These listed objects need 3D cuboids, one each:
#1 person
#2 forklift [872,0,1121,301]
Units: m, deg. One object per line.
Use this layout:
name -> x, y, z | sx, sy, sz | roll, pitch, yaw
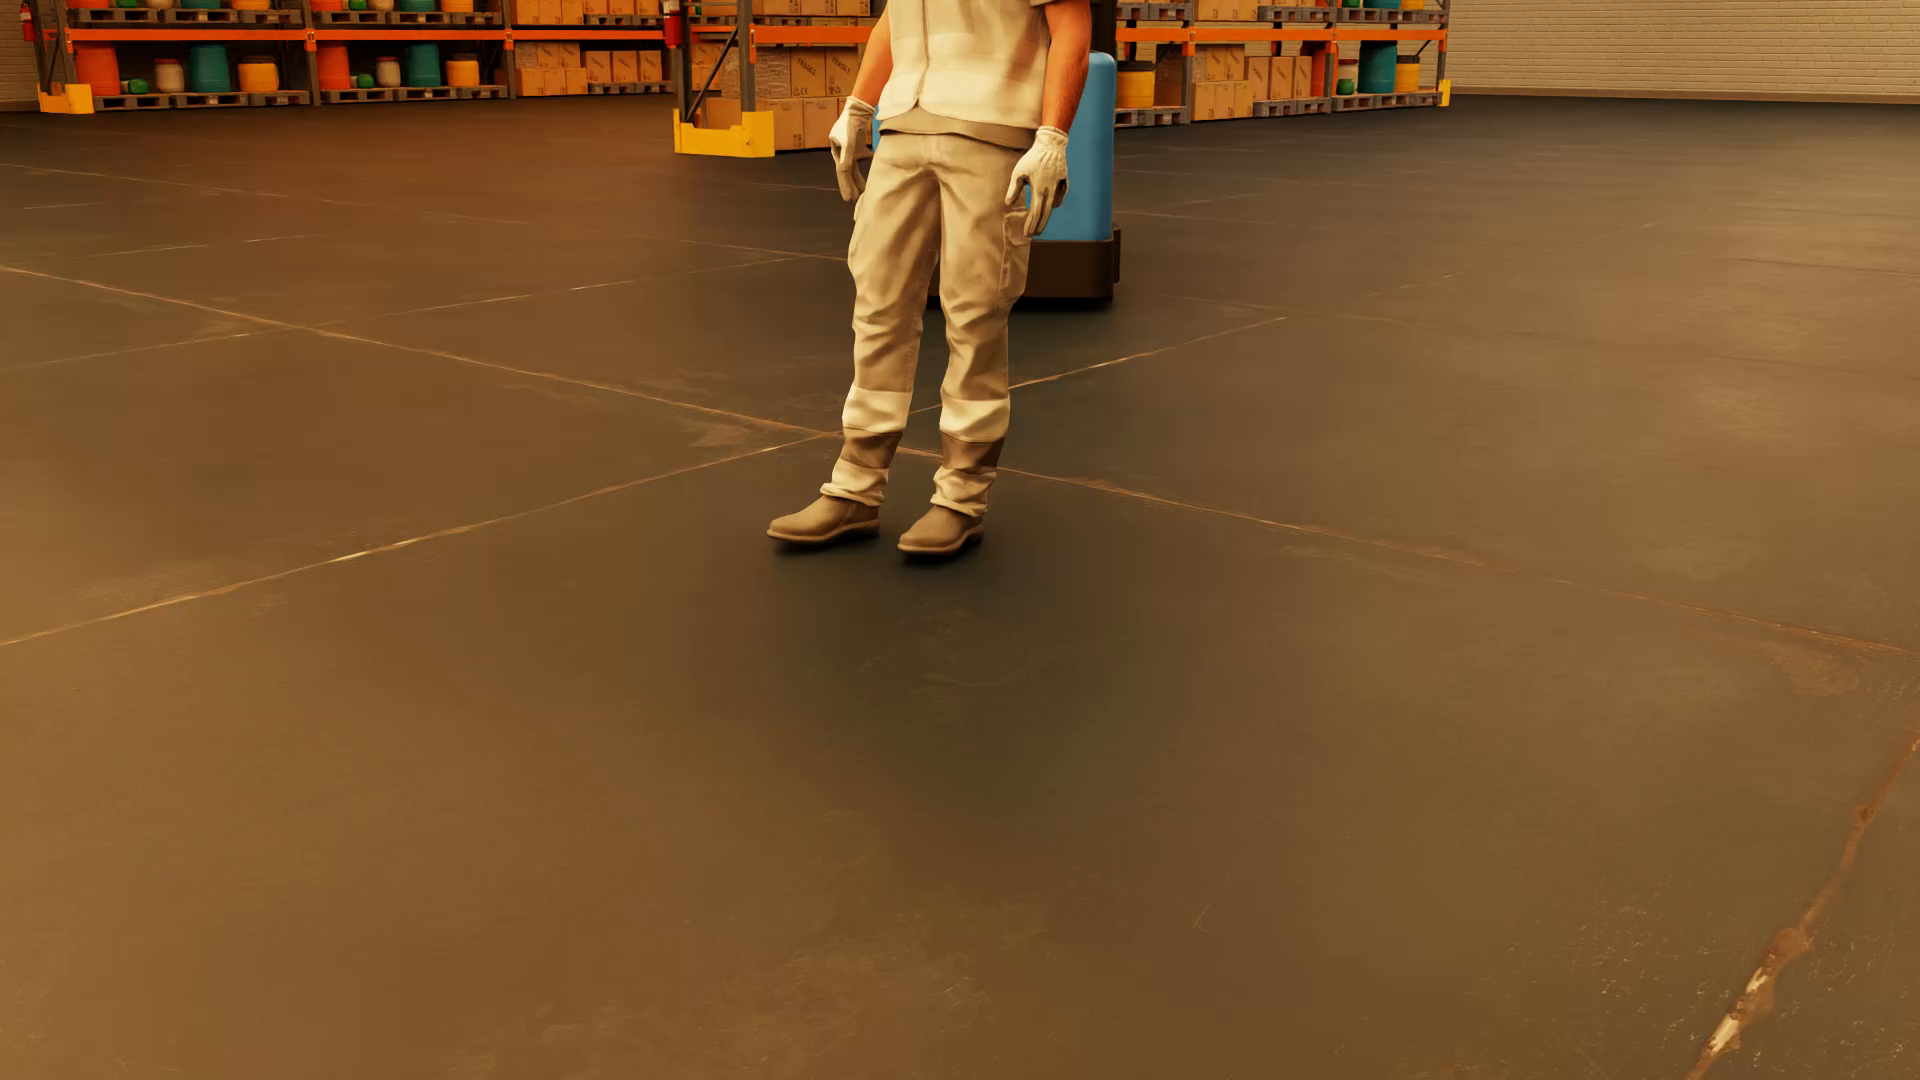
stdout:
person -> -0.061, -0.847, 3.628 | 0.637, 1.790, 0.562 | 13, 21, 37
forklift -> 0.223, -2.812, 8.160 | 1.130, 2.935, 3.031 | 1, 17, 3
